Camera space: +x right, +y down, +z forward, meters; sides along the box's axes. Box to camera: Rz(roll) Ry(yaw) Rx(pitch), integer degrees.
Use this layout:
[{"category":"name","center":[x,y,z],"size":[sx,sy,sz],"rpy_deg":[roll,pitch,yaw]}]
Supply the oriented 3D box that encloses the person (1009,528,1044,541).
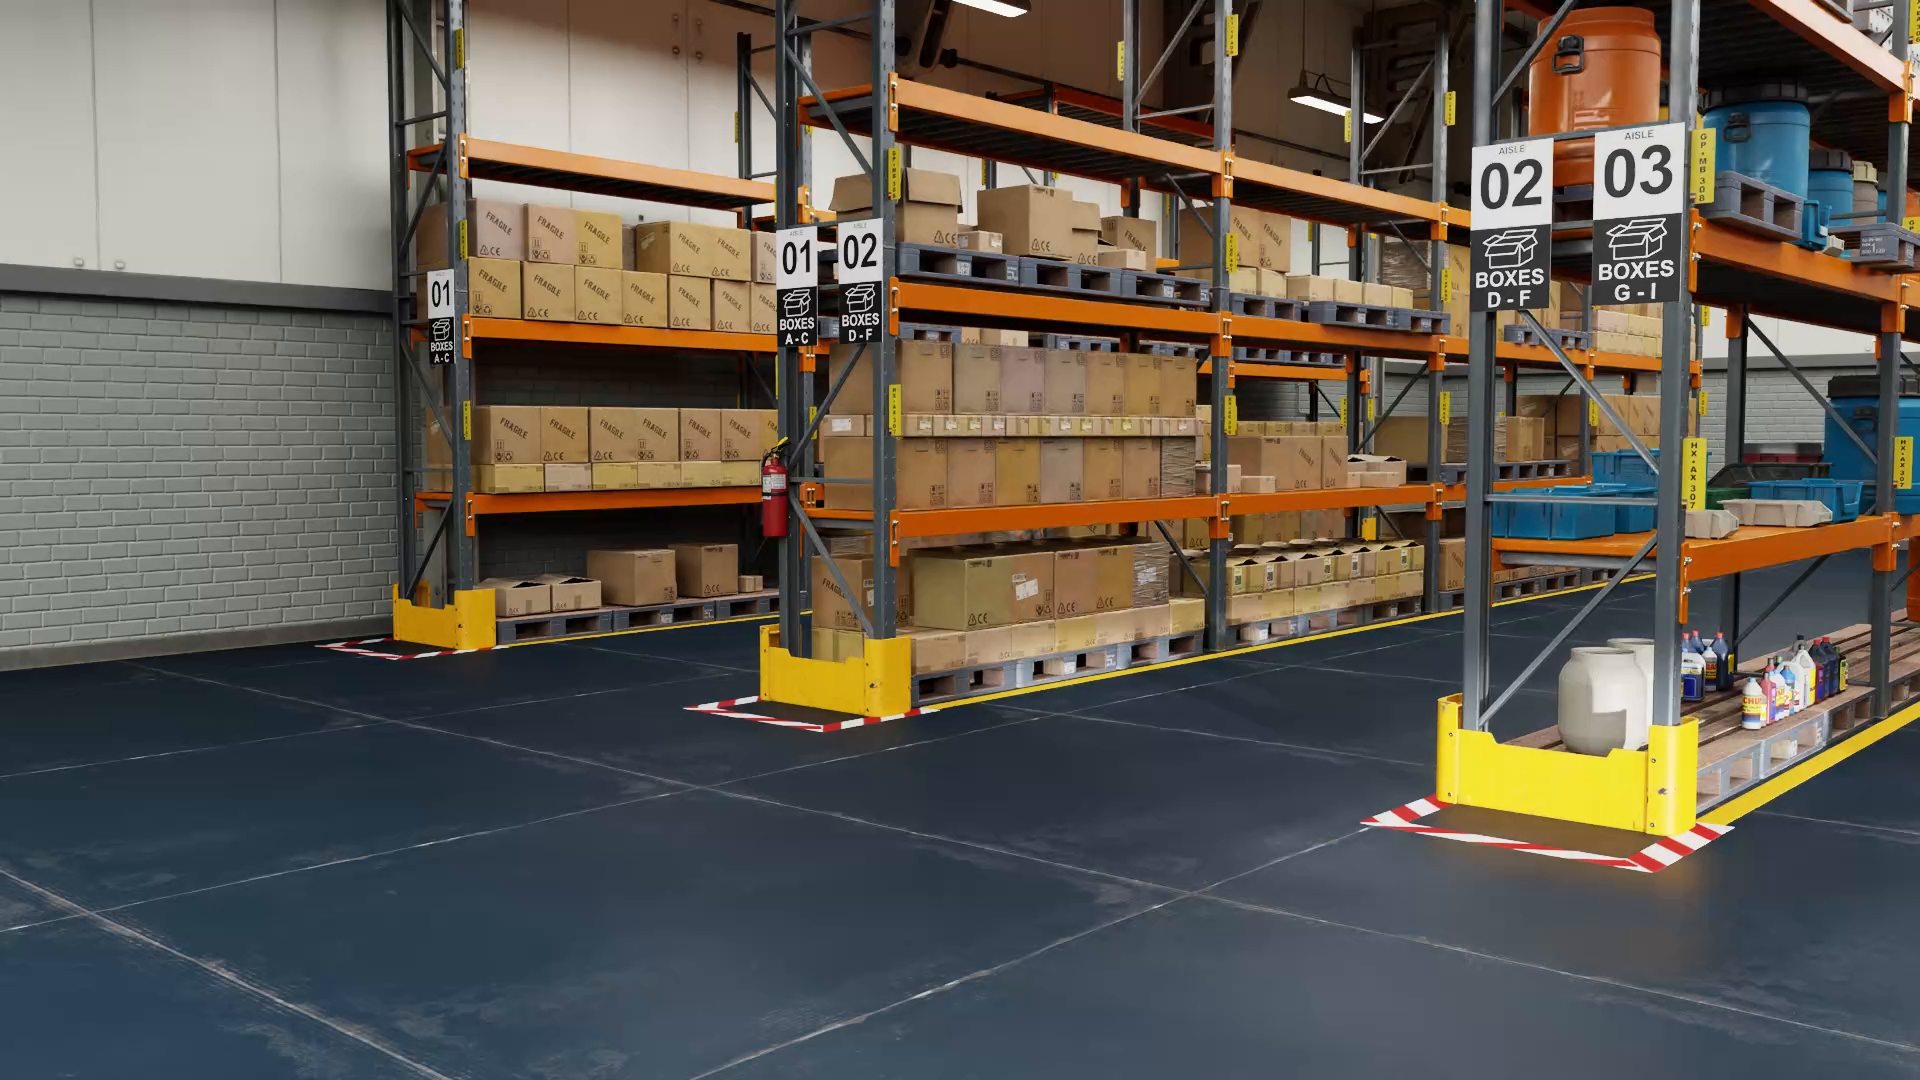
[{"category":"person","center":[0.679,-0.078,16.691],"size":[0.361,1.671,0.497],"rpy_deg":[3,5,38]}]
